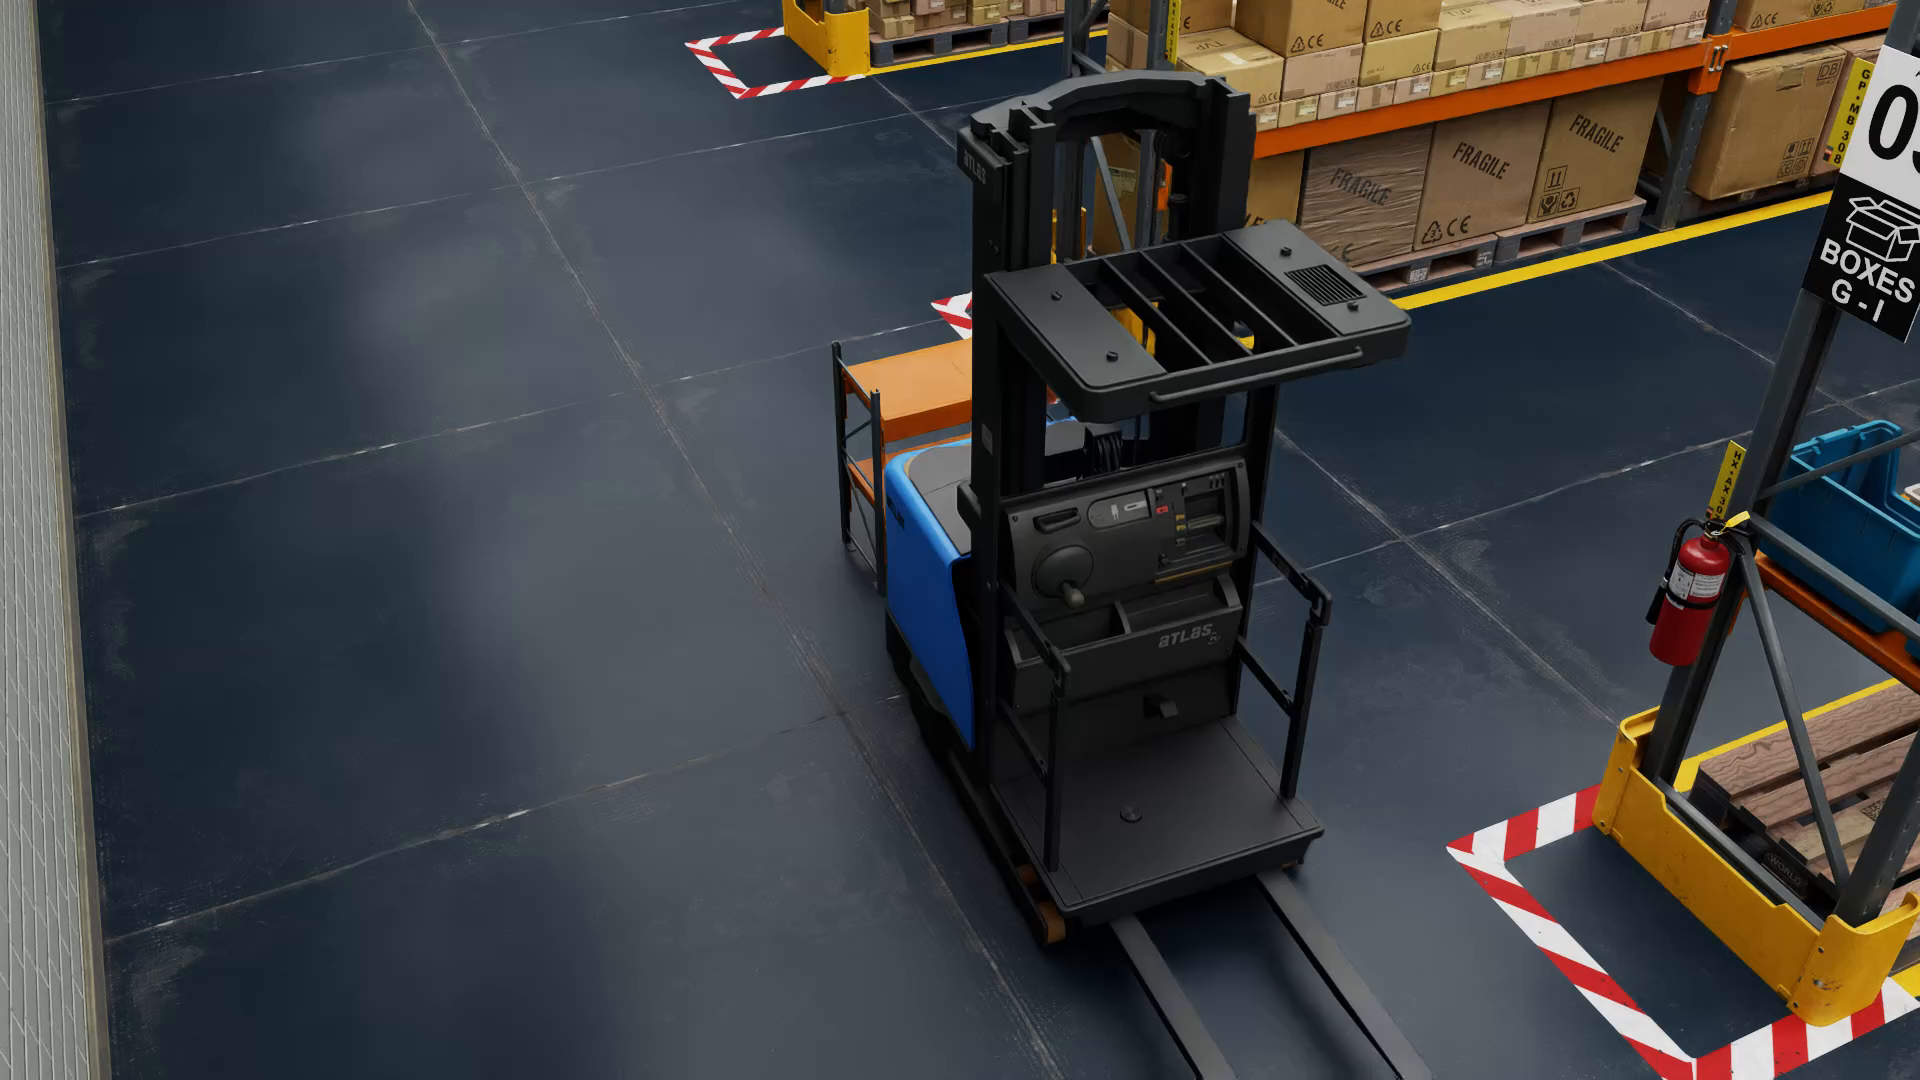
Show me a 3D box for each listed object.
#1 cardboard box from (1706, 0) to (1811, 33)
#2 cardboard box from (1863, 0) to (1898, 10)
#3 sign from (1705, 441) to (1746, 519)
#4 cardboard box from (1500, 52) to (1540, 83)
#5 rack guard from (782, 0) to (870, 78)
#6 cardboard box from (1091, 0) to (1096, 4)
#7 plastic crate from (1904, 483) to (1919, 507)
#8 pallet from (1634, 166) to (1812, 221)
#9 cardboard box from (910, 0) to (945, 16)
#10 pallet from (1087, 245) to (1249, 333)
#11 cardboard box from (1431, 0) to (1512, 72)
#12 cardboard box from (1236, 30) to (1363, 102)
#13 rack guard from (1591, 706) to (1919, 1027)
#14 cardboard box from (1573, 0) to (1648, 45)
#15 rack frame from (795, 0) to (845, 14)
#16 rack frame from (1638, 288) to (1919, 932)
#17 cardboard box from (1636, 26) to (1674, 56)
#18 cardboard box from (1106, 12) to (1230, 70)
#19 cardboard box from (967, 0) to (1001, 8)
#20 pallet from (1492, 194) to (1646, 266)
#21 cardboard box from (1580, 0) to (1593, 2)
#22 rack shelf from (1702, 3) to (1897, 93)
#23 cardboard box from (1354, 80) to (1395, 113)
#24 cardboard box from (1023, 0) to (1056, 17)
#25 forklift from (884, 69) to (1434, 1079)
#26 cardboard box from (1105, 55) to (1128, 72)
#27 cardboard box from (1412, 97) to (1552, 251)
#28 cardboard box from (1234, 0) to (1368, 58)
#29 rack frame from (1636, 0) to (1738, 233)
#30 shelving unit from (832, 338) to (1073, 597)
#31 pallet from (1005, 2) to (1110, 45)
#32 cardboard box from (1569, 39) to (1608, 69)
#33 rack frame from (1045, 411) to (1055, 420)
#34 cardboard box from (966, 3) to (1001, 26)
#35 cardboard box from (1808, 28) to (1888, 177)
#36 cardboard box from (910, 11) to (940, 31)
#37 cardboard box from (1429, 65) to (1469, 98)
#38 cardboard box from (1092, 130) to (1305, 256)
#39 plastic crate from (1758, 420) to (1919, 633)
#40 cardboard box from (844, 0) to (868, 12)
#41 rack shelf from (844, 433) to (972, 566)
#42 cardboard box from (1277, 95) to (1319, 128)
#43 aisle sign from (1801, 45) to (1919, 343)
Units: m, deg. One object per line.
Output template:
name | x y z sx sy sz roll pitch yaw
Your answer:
cardboard box | 4.991 -3.536 10.416 0.500 0.500 0.500 -15 39 -20
cardboard box | 5.899 -3.791 10.759 0.500 0.500 0.500 -17 40 -21
sign | 2.704 -0.189 5.850 0.005 0.325 0.100 -16 39 -20
cardboard box | 3.169 -2.834 9.764 0.250 0.149 0.380 -16 40 -21
rack guard | -1.100 -4.218 13.517 0.348 0.500 1.175 -16 39 -20
cardboard box | 1.041 -4.664 14.061 0.250 0.149 0.380 -15 39 -19
plastic crate | 3.613 -0.053 5.975 0.243 0.136 0.396 -16 39 -20
pallet | 5.135 -2.631 11.620 1.213 0.211 1.003 -16 39 -20
cardboard box | -0.313 -4.379 13.427 0.250 0.149 0.380 -16 39 -20
pallet | 1.538 -1.627 10.266 1.213 0.211 1.003 -16 39 -20
cardboard box | 2.791 -2.933 9.562 0.500 0.250 0.500 -16 40 -21
cardboard box | 1.865 -2.672 9.211 0.500 0.250 0.500 -16 39 -20
rack guard | 2.936 1.186 6.231 0.348 0.500 1.175 -16 39 -20
cardboard box | 3.713 -3.188 9.907 0.500 0.250 0.500 -14 39 -19
rack frame | -1.168 -5.203 12.746 0.127 3.000 1.000 -16 39 -20
rack frame | 2.952 0.169 5.504 0.127 3.000 1.000 -16 39 -20
cardboard box | 4.098 -3.094 10.115 0.250 0.149 0.380 -15 39 -19
cardboard box | 1.173 -2.827 9.420 0.500 0.250 0.500 -16 40 -21
cardboard box | 0.149 -4.495 13.583 0.250 0.149 0.380 -14 39 -19
pallet | 3.747 -2.244 11.099 1.213 0.211 1.003 -16 39 -20
cardboard box | 3.711 -3.490 9.684 0.500 0.500 0.500 -15 39 -19
rack shelf | 6.279 -3.732 11.368 4.000 0.370 1.077 -16 39 -20
cardboard box | 2.238 -2.574 9.414 0.250 0.149 0.380 -16 40 -21
cardboard box | 0.597 -4.501 13.841 0.250 0.149 0.380 -18 40 -22
forklift | 0.688 0.044 5.731 1.130 2.935 3.031 -13 39 -17
cardboard box | 1.030 -2.669 9.541 0.250 0.149 0.380 -15 39 -19
cardboard box | 3.022 -2.478 10.504 0.875 0.875 0.875 -16 39 -20
cardboard box | 1.849 -2.965 8.976 0.500 0.500 0.500 -17 40 -21
rack frame | 4.469 -3.515 10.471 0.127 3.000 1.000 -16 39 -20
shelving unit | -0.006 -0.450 7.913 1.048 1.125 0.538 -16 39 -20
pallet | 0.754 -4.595 14.268 1.213 0.211 1.003 -16 39 -20
cardboard box | 3.633 -2.965 9.940 0.250 0.149 0.380 -15 39 -19
rack frame | 0.454 -0.579 8.086 0.032 1.125 0.500 -16 39 -20
cardboard box | 0.144 -4.369 13.663 0.250 0.149 0.380 -15 39 -19
cardboard box | 5.848 -3.229 11.517 0.875 0.875 1.225 -17 40 -21
cardboard box | -0.356 -4.297 13.566 0.250 0.149 0.380 -16 39 -20
cardboard box | 2.701 -2.703 9.588 0.250 0.149 0.380 -17 40 -21
cardboard box | 1.393 -2.023 9.890 0.875 0.875 0.875 -16 39 -20
plastic crate | 3.176 -0.055 5.726 0.499 0.435 0.616 -16 39 -20
cardboard box | -0.781 -4.472 13.802 0.250 0.149 0.380 -15 39 -19
rack shelf | -0.006 -0.254 8.058 1.000 0.278 0.538 -16 39 -20
cardboard box | 1.772 -2.444 9.238 0.250 0.149 0.380 -17 40 -21
aisle sign | 2.762 -1.015 4.918 0.004 0.787 0.394 -16 39 -20
